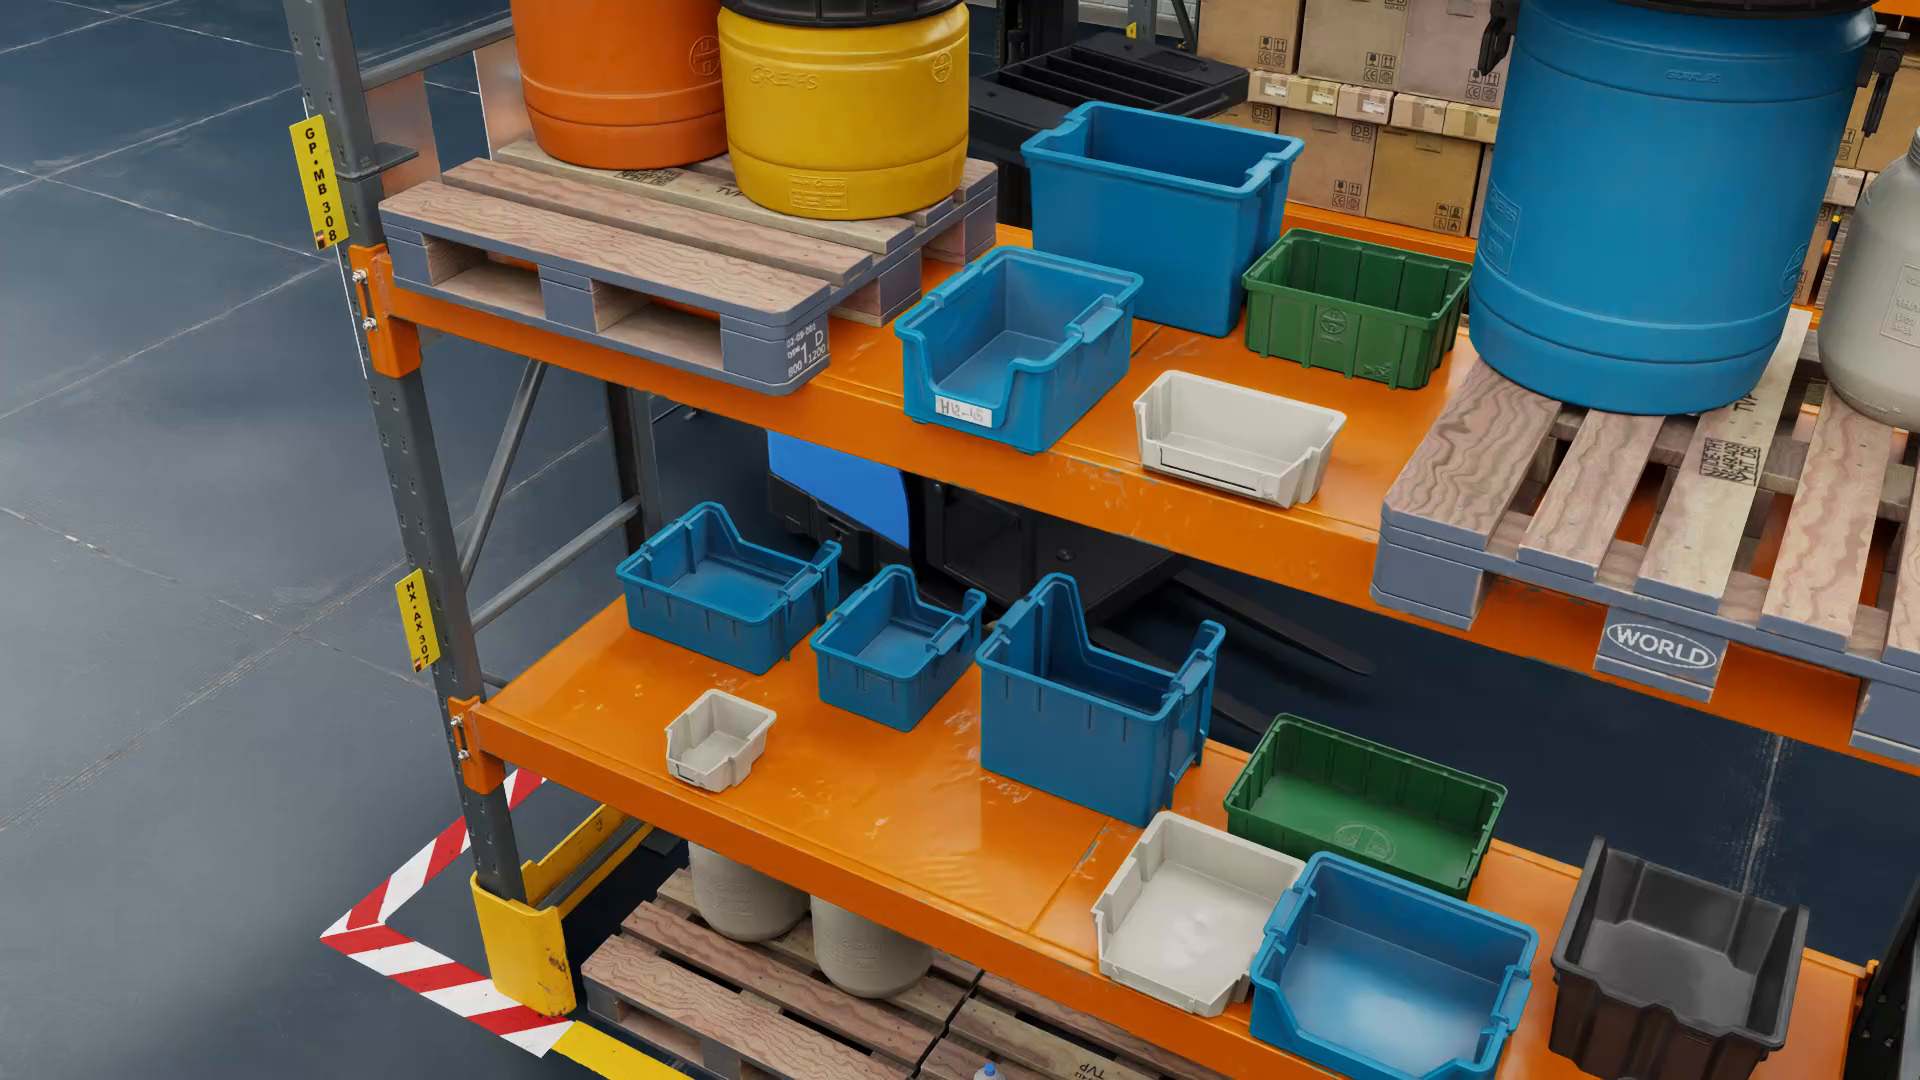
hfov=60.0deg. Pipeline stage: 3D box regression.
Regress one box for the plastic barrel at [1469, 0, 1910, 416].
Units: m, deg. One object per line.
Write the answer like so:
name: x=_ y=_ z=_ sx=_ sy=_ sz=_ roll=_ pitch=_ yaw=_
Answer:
plastic barrel: x=1.332 y=-0.764 z=3.153 sx=0.708 sy=0.901 sz=0.600 roll=18 pitch=37 yaw=24

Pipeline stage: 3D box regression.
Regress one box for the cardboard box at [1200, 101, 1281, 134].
cardboard box: x=1.530 y=-2.196 z=8.752 sx=0.500 sy=0.500 sz=0.700 roll=18 pitch=37 yaw=24

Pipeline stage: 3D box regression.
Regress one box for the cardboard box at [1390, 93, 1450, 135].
cardboard box: x=2.262 y=-2.106 z=8.031 sx=0.250 sy=0.149 sz=0.380 roll=16 pitch=37 yaw=23

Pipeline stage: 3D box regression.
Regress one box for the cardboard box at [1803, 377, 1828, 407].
cardboard box: x=4.357 y=-0.810 z=8.185 sx=0.500 sy=0.500 sz=0.500 roll=18 pitch=37 yaw=24

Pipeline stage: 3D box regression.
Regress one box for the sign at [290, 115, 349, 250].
sign: x=-1.607 y=-0.895 z=4.174 sx=0.005 sy=0.325 sz=0.100 roll=18 pitch=37 yaw=24

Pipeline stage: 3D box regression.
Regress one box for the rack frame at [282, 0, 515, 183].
rack frame: x=-1.330 y=-2.404 z=3.741 sx=0.127 sy=3.000 sz=1.000 roll=18 pitch=37 yaw=24

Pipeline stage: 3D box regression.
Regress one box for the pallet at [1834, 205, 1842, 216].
pallet: x=6.458 y=-2.581 z=11.936 sx=1.213 sy=0.211 sz=1.003 roll=18 pitch=37 yaw=24

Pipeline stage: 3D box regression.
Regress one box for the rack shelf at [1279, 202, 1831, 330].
rack shelf: x=2.868 y=-1.440 z=8.355 sx=4.000 sy=0.370 sz=1.077 roll=18 pitch=37 yaw=24

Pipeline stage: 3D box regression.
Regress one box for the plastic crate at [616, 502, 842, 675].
plastic crate: x=-0.747 y=0.149 z=5.454 sx=0.616 sy=0.251 sz=0.499 roll=18 pitch=37 yaw=24

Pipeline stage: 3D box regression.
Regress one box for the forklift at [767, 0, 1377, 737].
forklift: x=0.449 y=-0.942 z=7.021 sx=3.031 sy=2.935 sz=1.130 roll=28 pitch=43 yaw=36

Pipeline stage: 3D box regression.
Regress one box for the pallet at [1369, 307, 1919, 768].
pallet: x=1.468 y=-0.128 z=3.200 sx=1.003 sy=0.211 sz=1.213 roll=18 pitch=37 yaw=24

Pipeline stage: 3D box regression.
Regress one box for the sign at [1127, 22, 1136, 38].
sign: x=0.851 y=-2.417 z=8.321 sx=0.005 sy=0.325 sz=0.100 roll=18 pitch=37 yaw=24

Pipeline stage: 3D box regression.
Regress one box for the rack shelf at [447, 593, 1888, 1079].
rack shelf: x=0.407 y=0.943 z=4.777 sx=4.000 sy=0.370 sz=1.077 roll=18 pitch=37 yaw=24

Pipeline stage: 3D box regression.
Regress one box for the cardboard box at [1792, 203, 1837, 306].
cardboard box: x=3.755 y=-1.492 z=7.694 sx=0.500 sy=0.500 sz=0.700 roll=17 pitch=37 yaw=24

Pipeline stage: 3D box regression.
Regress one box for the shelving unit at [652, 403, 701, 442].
shelving unit: x=-1.171 y=-1.082 z=8.522 sx=1.048 sy=1.500 sz=0.538 roll=19 pitch=38 yaw=26

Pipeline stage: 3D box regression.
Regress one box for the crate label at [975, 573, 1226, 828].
crate label: x=0.402 y=0.455 z=4.829 sx=0.616 sy=0.435 sz=0.502 roll=18 pitch=37 yaw=24

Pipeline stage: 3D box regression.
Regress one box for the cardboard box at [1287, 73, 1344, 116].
cardboard box: x=1.812 y=-2.249 z=8.245 sx=0.250 sy=0.149 sz=0.380 roll=18 pitch=38 yaw=25

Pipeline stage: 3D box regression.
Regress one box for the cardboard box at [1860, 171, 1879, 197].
cardboard box: x=4.048 y=-1.542 z=7.183 sx=0.250 sy=0.149 sz=0.380 roll=17 pitch=37 yaw=23

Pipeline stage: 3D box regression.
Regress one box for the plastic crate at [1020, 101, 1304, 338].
plastic crate: x=0.475 y=-0.769 z=4.007 sx=0.575 sy=0.384 sz=0.392 roll=18 pitch=37 yaw=24

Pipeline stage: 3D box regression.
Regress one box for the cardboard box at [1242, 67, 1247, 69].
cardboard box: x=1.365 y=-2.389 z=8.456 sx=0.250 sy=0.149 sz=0.380 roll=17 pitch=37 yaw=24

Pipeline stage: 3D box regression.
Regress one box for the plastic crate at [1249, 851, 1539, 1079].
plastic crate: x=1.048 y=1.082 z=4.054 sx=0.616 sy=0.251 sz=0.499 roll=18 pitch=37 yaw=24

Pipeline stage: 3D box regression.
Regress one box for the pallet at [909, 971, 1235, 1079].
pallet: x=0.517 y=1.814 z=5.335 sx=1.213 sy=0.211 sz=1.003 roll=18 pitch=37 yaw=24

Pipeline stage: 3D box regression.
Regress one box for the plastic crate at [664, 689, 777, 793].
plastic crate: x=-0.712 y=0.604 z=4.875 sx=0.250 sy=0.136 sz=0.298 roll=18 pitch=37 yaw=24

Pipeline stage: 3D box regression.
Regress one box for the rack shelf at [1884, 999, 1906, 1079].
rack shelf: x=3.880 y=2.043 z=3.125 sx=4.000 sy=0.370 sz=1.077 roll=18 pitch=37 yaw=24

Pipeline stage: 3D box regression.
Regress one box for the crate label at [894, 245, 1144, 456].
crate label: x=0.131 y=-0.420 z=3.602 sx=0.408 sy=0.251 sz=0.502 roll=18 pitch=37 yaw=24

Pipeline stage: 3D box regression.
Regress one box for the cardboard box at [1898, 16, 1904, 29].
cardboard box: x=6.497 y=-3.504 z=10.924 sx=0.500 sy=0.250 sz=0.500 roll=18 pitch=38 yaw=25

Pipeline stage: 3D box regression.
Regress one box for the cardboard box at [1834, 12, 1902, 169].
cardboard box: x=3.776 y=-2.028 z=7.329 sx=0.500 sy=0.500 sz=0.700 roll=17 pitch=37 yaw=24

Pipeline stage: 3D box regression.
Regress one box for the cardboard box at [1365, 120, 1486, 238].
cardboard box: x=2.417 y=-1.915 z=8.329 sx=0.500 sy=0.500 sz=0.700 roll=18 pitch=38 yaw=25

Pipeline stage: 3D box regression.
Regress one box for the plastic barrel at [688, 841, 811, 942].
plastic barrel: x=-0.720 y=1.098 z=5.760 sx=0.421 sy=0.512 sz=0.421 roll=0 pitch=34 yaw=0

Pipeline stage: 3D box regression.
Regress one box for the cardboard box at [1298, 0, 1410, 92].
cardboard box: x=2.035 y=-2.580 z=8.157 sx=0.500 sy=0.500 sz=0.700 roll=17 pitch=37 yaw=23

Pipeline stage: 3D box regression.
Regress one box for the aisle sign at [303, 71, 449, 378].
aisle sign: x=-1.538 y=-0.868 z=4.501 sx=0.004 sy=0.787 sz=0.394 roll=18 pitch=37 yaw=24

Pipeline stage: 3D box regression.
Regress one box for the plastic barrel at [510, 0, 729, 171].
plastic barrel: x=-0.845 y=-1.436 z=4.228 sx=0.708 sy=0.830 sz=0.600 roll=18 pitch=37 yaw=24

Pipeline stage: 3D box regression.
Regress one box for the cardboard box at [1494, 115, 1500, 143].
cardboard box: x=2.699 y=-1.966 z=7.821 sx=0.250 sy=0.149 sz=0.380 roll=18 pitch=38 yaw=25

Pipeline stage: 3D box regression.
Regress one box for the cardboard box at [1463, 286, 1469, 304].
cardboard box: x=2.362 y=-1.109 z=8.635 sx=0.500 sy=0.500 sz=0.500 roll=18 pitch=37 yaw=24
